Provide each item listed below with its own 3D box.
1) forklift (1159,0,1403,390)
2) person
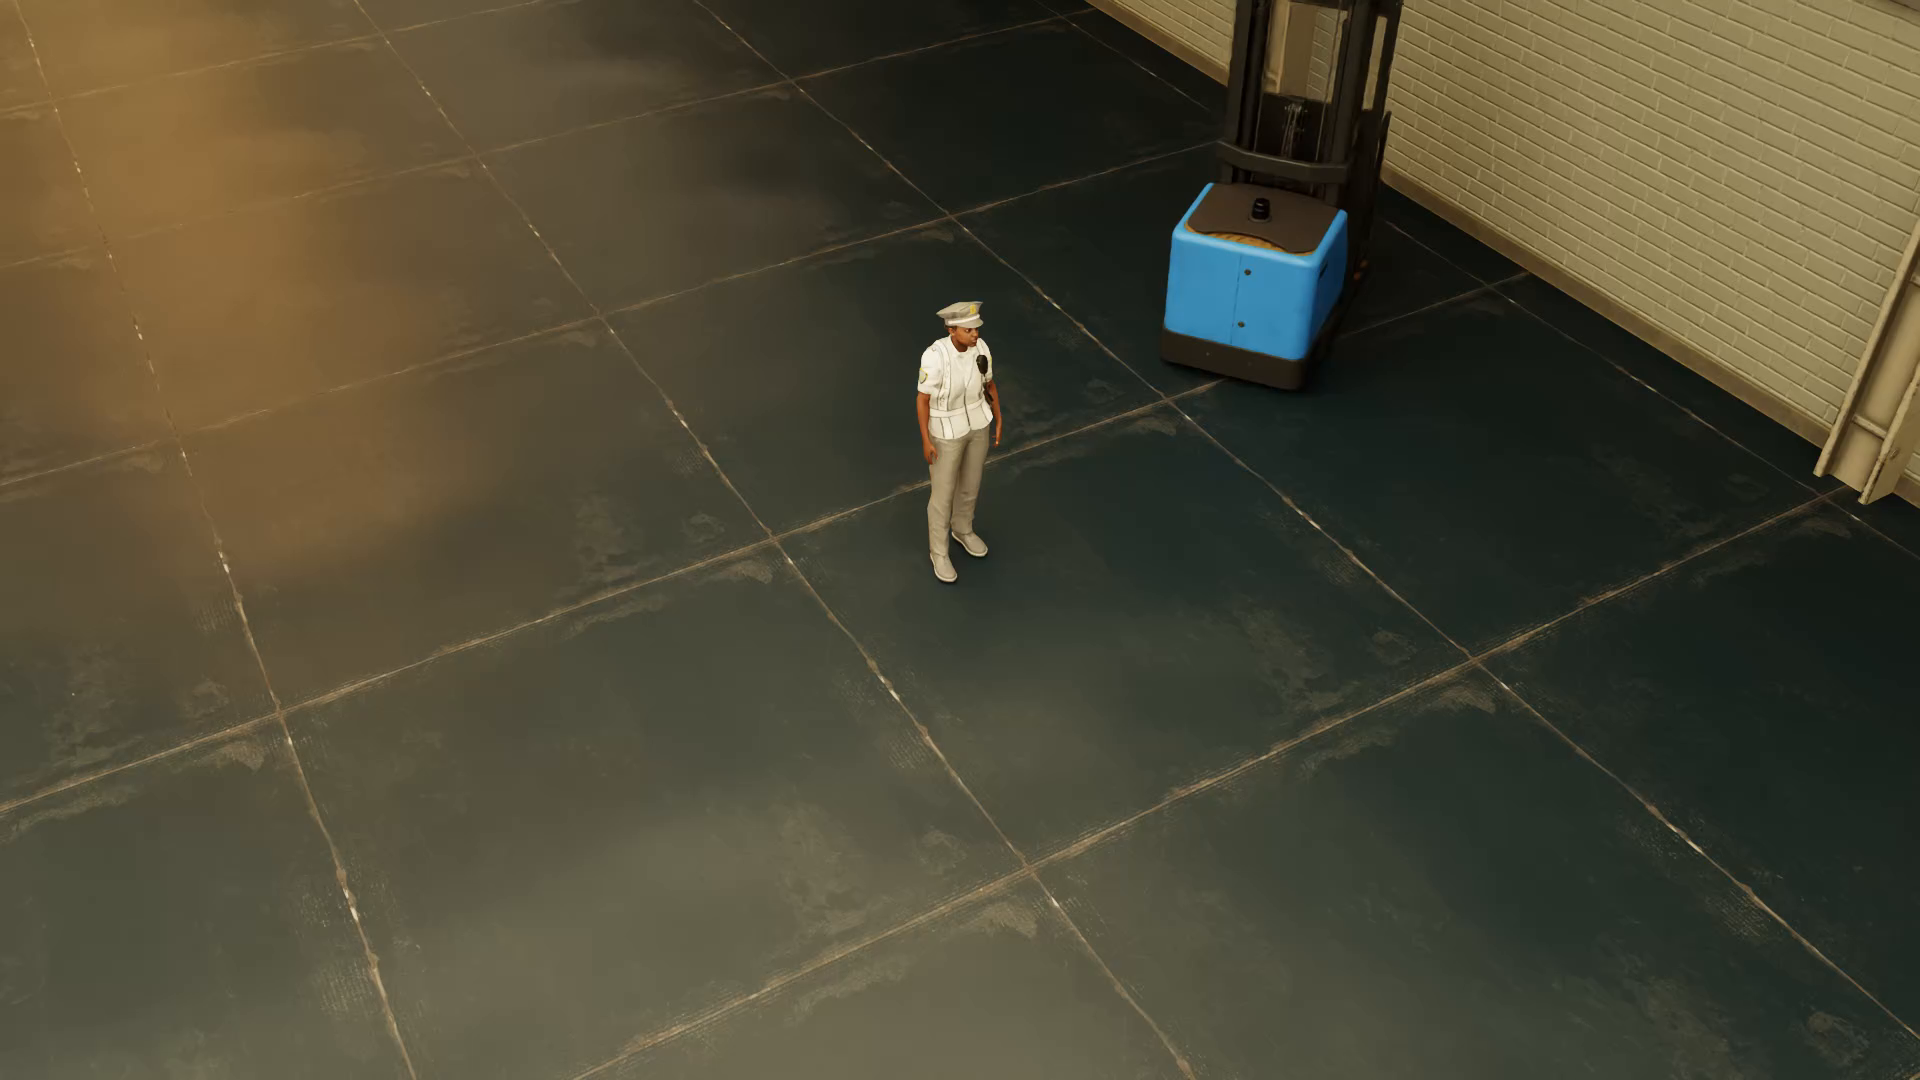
[{"bbox_3d":[2.495,-3.100,11.774,1.130,2.935,3.031,16,42,19],"label":"forklift"},{"bbox_3d":[0.020,-0.610,9.729,0.569,1.695,0.530,-20,44,-23],"label":"person"}]
